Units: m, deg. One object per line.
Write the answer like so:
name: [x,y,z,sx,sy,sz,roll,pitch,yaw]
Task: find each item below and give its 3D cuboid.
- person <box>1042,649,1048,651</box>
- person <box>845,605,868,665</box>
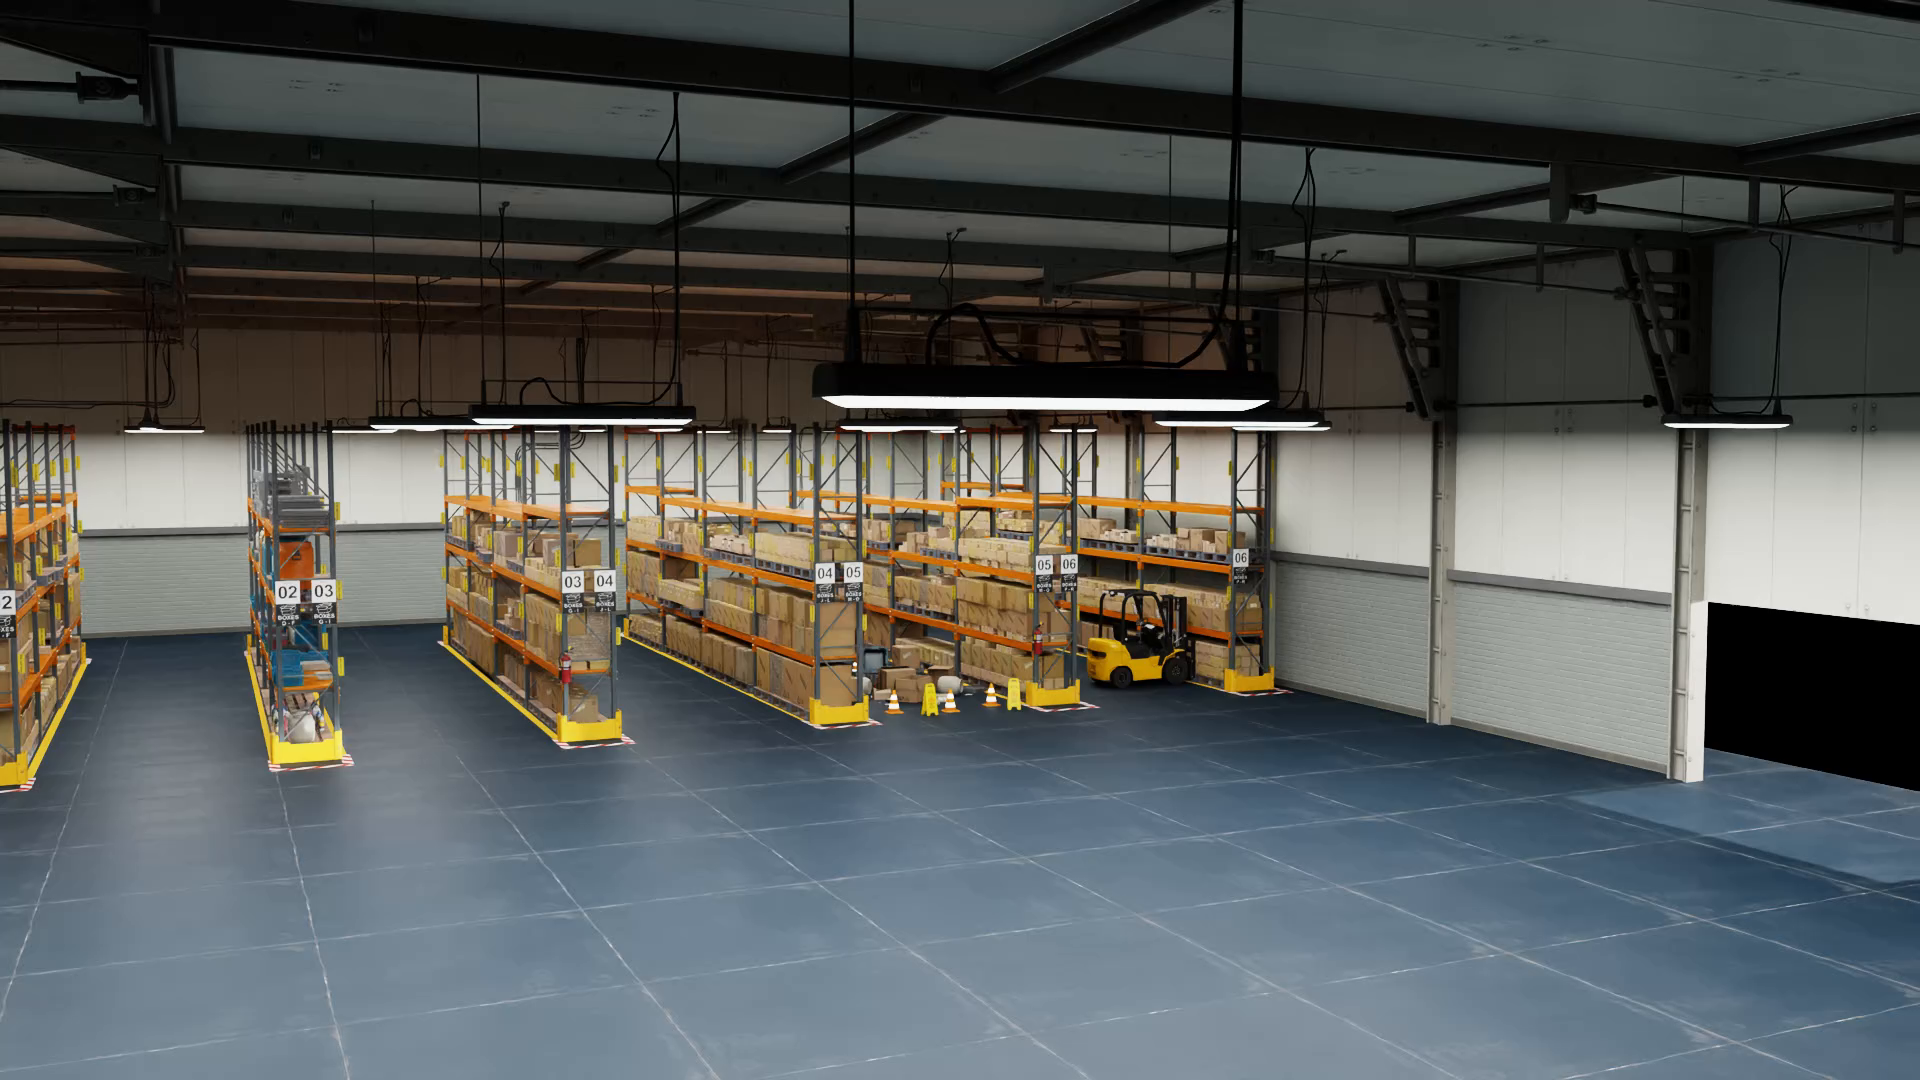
person: [1.929,2.399,39.442,0.605,1.721,0.538,-2,4,-24]
person: [-2.596,2.232,41.432,0.626,1.778,0.458,-2,4,-26]
